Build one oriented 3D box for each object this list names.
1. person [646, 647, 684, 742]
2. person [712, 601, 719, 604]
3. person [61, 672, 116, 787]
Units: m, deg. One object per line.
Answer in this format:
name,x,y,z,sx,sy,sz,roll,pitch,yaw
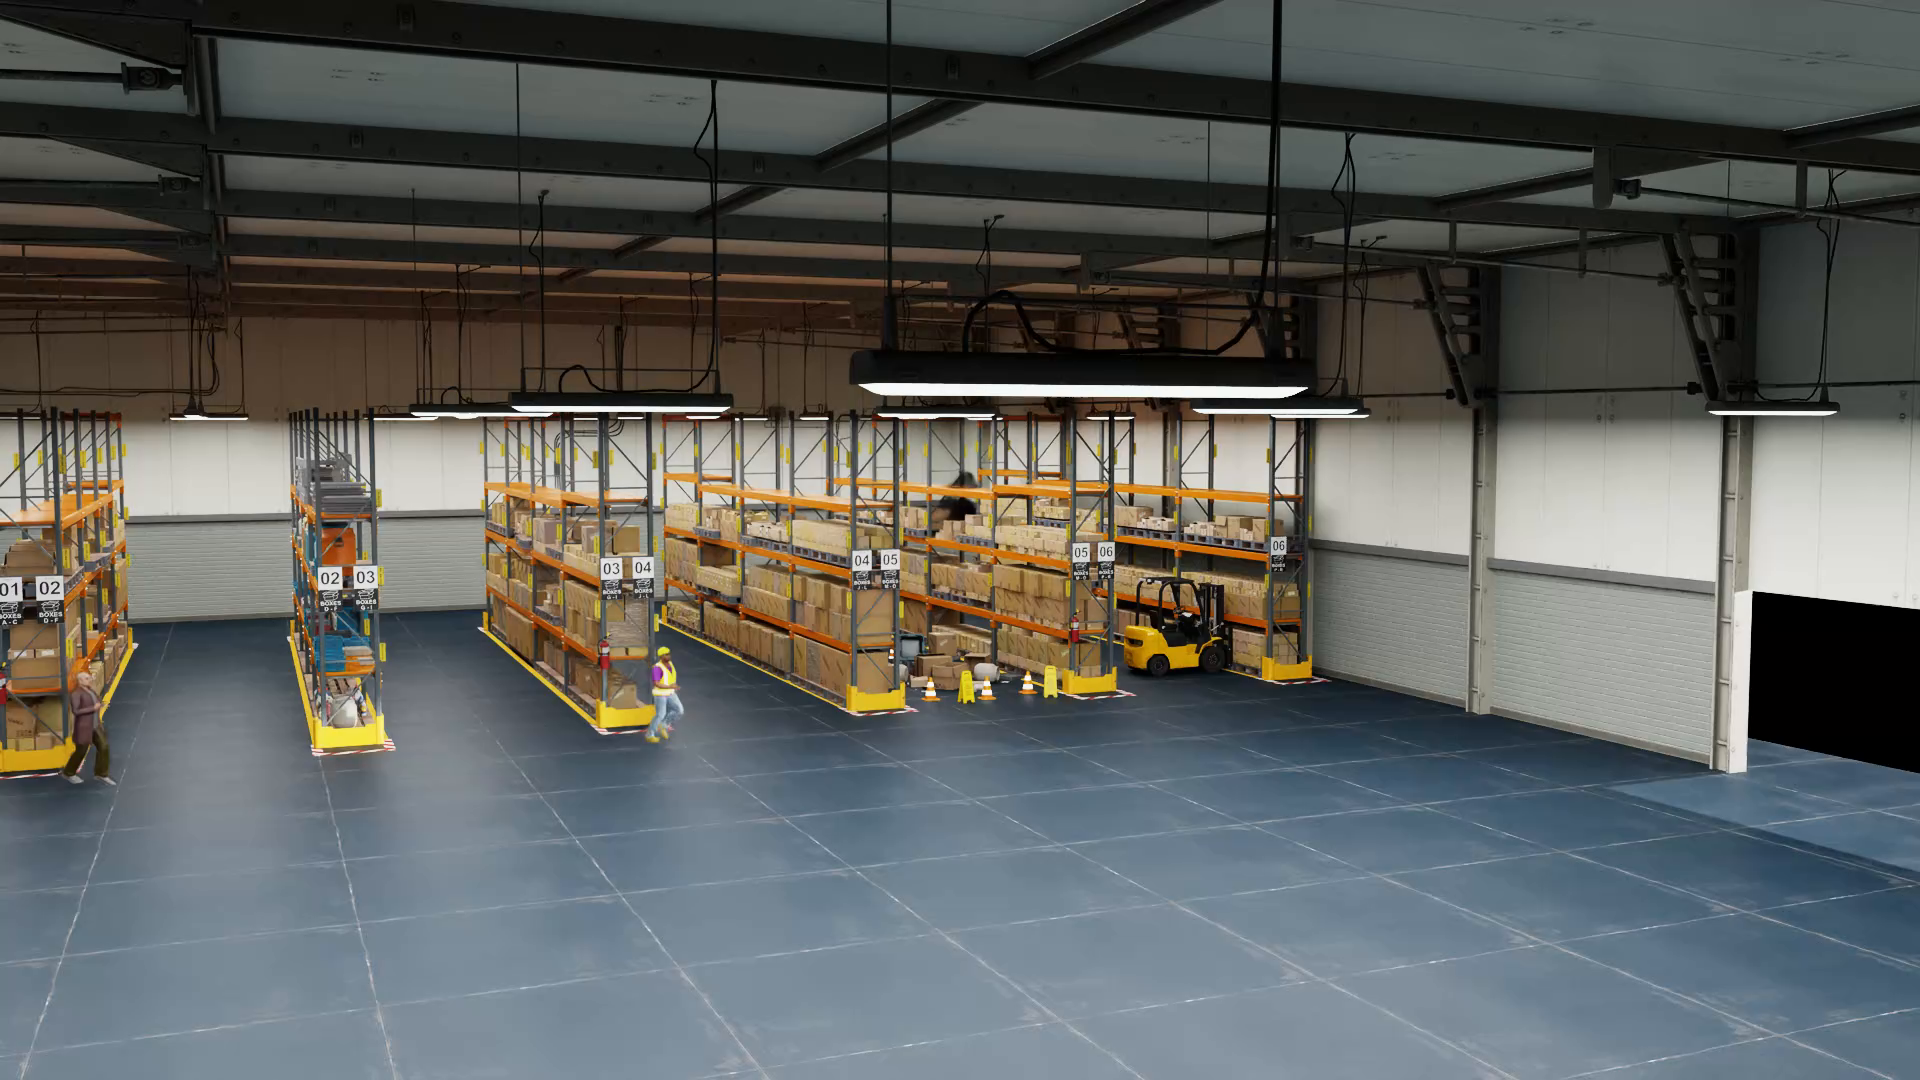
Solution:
person,-5.258,2.759,29.777,0.785,1.715,0.726,2,5,28
person,-7.239,1.403,49.120,0.822,1.821,0.680,3,5,36
person,-13.762,2.989,26.176,0.832,1.835,0.689,1,4,8
